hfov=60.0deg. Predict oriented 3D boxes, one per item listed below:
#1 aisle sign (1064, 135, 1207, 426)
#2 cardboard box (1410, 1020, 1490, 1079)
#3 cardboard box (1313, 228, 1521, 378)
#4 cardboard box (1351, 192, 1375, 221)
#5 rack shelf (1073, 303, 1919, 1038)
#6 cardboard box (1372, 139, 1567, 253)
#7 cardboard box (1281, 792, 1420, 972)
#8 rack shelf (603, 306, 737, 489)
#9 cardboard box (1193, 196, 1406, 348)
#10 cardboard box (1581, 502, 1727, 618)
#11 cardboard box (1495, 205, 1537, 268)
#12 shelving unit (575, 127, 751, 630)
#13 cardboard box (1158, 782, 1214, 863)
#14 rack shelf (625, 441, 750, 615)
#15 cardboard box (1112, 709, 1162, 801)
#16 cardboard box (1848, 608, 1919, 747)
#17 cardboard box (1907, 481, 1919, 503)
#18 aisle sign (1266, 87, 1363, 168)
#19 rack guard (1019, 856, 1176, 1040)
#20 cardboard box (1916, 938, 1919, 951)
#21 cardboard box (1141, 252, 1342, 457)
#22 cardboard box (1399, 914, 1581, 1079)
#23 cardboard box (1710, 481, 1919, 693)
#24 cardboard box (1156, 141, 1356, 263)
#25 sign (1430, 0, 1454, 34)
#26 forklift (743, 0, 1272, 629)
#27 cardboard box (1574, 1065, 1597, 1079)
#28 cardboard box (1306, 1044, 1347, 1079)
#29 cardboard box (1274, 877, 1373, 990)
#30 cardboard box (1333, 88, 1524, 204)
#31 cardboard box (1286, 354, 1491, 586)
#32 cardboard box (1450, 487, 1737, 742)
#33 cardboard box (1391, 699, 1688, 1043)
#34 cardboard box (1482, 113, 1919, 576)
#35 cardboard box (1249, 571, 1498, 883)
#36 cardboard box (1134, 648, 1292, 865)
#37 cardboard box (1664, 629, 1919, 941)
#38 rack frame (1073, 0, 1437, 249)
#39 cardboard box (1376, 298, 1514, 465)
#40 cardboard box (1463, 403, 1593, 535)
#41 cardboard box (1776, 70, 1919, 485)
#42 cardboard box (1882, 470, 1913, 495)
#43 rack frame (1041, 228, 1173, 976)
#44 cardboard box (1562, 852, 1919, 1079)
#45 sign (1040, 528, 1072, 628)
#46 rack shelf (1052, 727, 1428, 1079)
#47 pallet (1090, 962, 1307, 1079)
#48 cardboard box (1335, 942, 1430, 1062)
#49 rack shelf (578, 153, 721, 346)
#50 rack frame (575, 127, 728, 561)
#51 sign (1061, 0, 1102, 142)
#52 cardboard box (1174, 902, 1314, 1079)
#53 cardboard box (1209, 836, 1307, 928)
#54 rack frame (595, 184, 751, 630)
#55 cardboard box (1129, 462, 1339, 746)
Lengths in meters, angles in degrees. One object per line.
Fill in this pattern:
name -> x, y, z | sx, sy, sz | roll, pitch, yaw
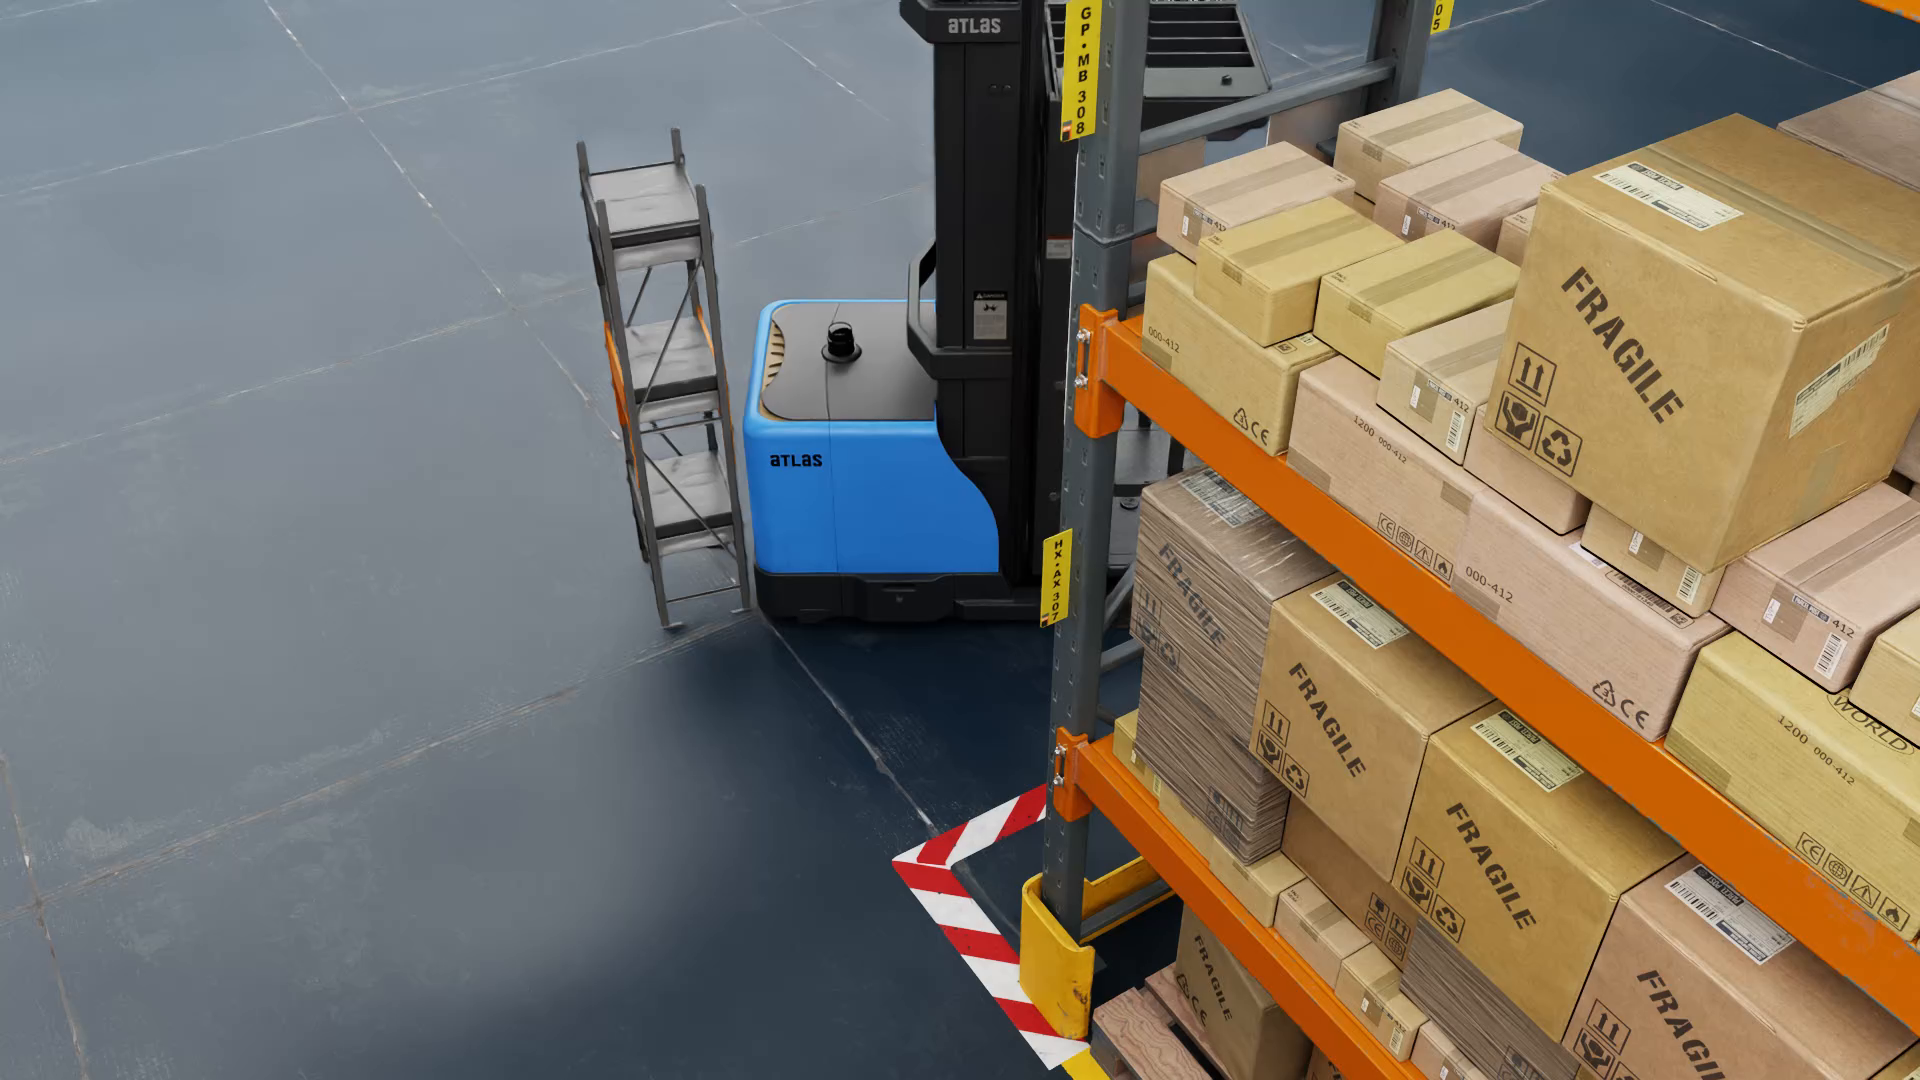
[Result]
aisle sign -> 0.443, -0.674, 4.246 | 0.394, 0.787, 0.004 | -22, 45, -24
cardboard box -> 1.359, 1.259, 4.152 | 0.380, 0.149, 0.250 | -22, 45, -24
cardboard box -> 0.980, -0.498, 3.527 | 0.380, 0.149, 0.250 | -23, 45, -25
cardboard box -> 1.203, -0.667, 4.042 | 0.500, 0.250, 0.500 | -21, 44, -23
rack shelf -> 1.805, 0.458, 3.136 | 1.077, 0.370, 4.000 | -22, 45, -24
cardboard box -> 1.183, -0.770, 3.854 | 0.380, 0.149, 0.250 | -24, 45, -26
cardboard box -> 1.372, 0.637, 4.393 | 0.875, 0.500, 0.500 | -22, 45, -24
rack shelf -> -1.202, -0.594, 6.904 | 0.431, 0.518, 0.480 | -12, 41, -14
cardboard box -> 0.740, -0.592, 3.640 | 0.380, 0.149, 0.250 | -21, 44, -23
cardboard box -> 1.353, -0.051, 2.991 | 0.380, 0.149, 0.250 | -24, 46, -26
cardboard box -> 1.422, -0.660, 3.722 | 0.380, 0.149, 0.250 | -24, 46, -26
shelving unit -> -1.202, -0.604, 6.895 | 0.431, 2.100, 0.503 | -12, 41, -14
cardboard box -> 0.800, 0.729, 4.789 | 0.380, 0.149, 0.250 | -22, 45, -24
rack shelf -> -1.202, -0.056, 7.352 | 0.431, 0.518, 0.480 | -12, 41, -14
cardboard box -> 0.682, 0.587, 4.959 | 0.380, 0.149, 0.250 | -22, 45, -24
cardboard box -> 1.678, 0.204, 2.685 | 0.380, 0.149, 0.250 | -24, 45, -26
cardboard box -> 1.943, -0.082, 3.028 | 0.380, 0.149, 0.250 | -25, 46, -26
aisle sign -> 0.949, -0.881, 4.494 | 0.394, 0.787, 0.004 | -22, 45, -24
rack guard -> 0.770, 1.256, 5.913 | 1.175, 0.500, 0.348 | -22, 45, -24
cardboard box -> 1.864, 0.604, 2.517 | 0.500, 0.250, 0.500 | -23, 45, -25
cardboard box -> 0.771, -0.491, 3.831 | 0.500, 0.250, 0.500 | -21, 44, -23
cardboard box -> 1.604, 0.922, 4.051 | 0.875, 0.500, 0.500 | -22, 45, -24
cardboard box -> 1.527, 0.067, 2.849 | 0.380, 0.149, 0.250 | -23, 45, -25
cardboard box -> 0.683, -0.765, 3.848 | 0.380, 0.149, 0.250 | -23, 45, -25
sign -> 1.208, -1.418, 4.134 | 0.100, 0.325, 0.005 | -22, 45, -24
forklift -> 0.615, -1.076, 6.812 | 3.031, 2.935, 1.130 | 0, 40, 0
cardboard box -> 1.863, 1.196, 3.722 | 0.875, 0.500, 0.500 | -22, 45, -24
cardboard box -> 1.401, 1.707, 5.043 | 0.500, 0.500, 0.500 | -11, 41, -13
cardboard box -> 1.074, 0.997, 4.468 | 0.380, 0.149, 0.250 | -22, 45, -24
cardboard box -> 1.142, -0.951, 4.071 | 0.380, 0.149, 0.250 | -22, 45, -24
cardboard box -> 1.053, -0.215, 3.499 | 0.500, 0.250, 0.500 | -23, 45, -25
cardboard box -> 1.316, 0.054, 3.177 | 0.500, 0.250, 0.500 | -22, 45, -25
cardboard box -> 1.328, 0.650, 3.596 | 0.500, 0.500, 0.500 | -22, 45, -24
cardboard box -> 1.300, -0.348, 2.841 | 0.500, 0.500, 0.500 | -22, 45, -25
cardboard box -> 1.058, 0.381, 3.919 | 0.500, 0.500, 0.500 | -22, 45, -24
cardboard box -> 1.002, 0.408, 4.667 | 0.875, 0.500, 0.500 | -22, 45, -24
cardboard box -> 1.600, 0.333, 2.842 | 0.500, 0.250, 0.500 | -21, 44, -23
rack frame -> 0.729, -2.050, 3.241 | 1.000, 3.000, 0.127 | -22, 45, -24
cardboard box -> 1.066, -0.326, 3.322 | 0.380, 0.149, 0.250 | -20, 44, -23
cardboard box -> 1.194, -0.194, 3.163 | 0.380, 0.149, 0.250 | -22, 45, -25
cardboard box -> 1.776, -0.493, 3.015 | 0.500, 0.500, 0.500 | -22, 45, -24
cardboard box -> 1.835, -0.246, 3.225 | 0.380, 0.149, 0.250 | -24, 46, -26
rack frame -> 0.729, 0.255, 5.162 | 1.000, 3.000, 0.127 | -22, 45, -24
cardboard box -> 1.602, 0.918, 3.274 | 0.500, 0.500, 0.500 | -22, 45, -24
sign -> 0.272, 0.109, 4.660 | 0.100, 0.325, 0.005 | -22, 45, -24
rack shelf -> 1.805, 1.611, 4.097 | 1.077, 0.370, 4.000 | -22, 45, -24
pallet -> 1.177, 1.818, 5.464 | 1.003, 0.211, 1.213 | -22, 45, -24
cardboard box -> 1.202, 1.134, 4.303 | 0.380, 0.149, 0.250 | -22, 45, -24
rack shelf -> -1.202, -1.132, 6.456 | 0.431, 0.518, 0.480 | -12, 41, -14
rack frame -> -1.279, -0.752, 7.073 | 0.400, 2.100, 0.015 | -12, 41, -14
sign -> 0.272, -1.047, 3.697 | 0.100, 0.325, 0.005 | -22, 45, -24
cardboard box -> 1.051, 1.396, 5.416 | 0.500, 0.500, 0.500 | -14, 42, -17
cardboard box -> 0.922, 0.869, 4.621 | 0.380, 0.149, 0.250 | -22, 45, -24
rack frame -> -1.126, -0.456, 6.717 | 0.400, 2.100, 0.015 | -12, 41, -14
cardboard box -> 0.795, 0.109, 4.246 | 0.500, 0.500, 0.500 | -22, 45, -24
